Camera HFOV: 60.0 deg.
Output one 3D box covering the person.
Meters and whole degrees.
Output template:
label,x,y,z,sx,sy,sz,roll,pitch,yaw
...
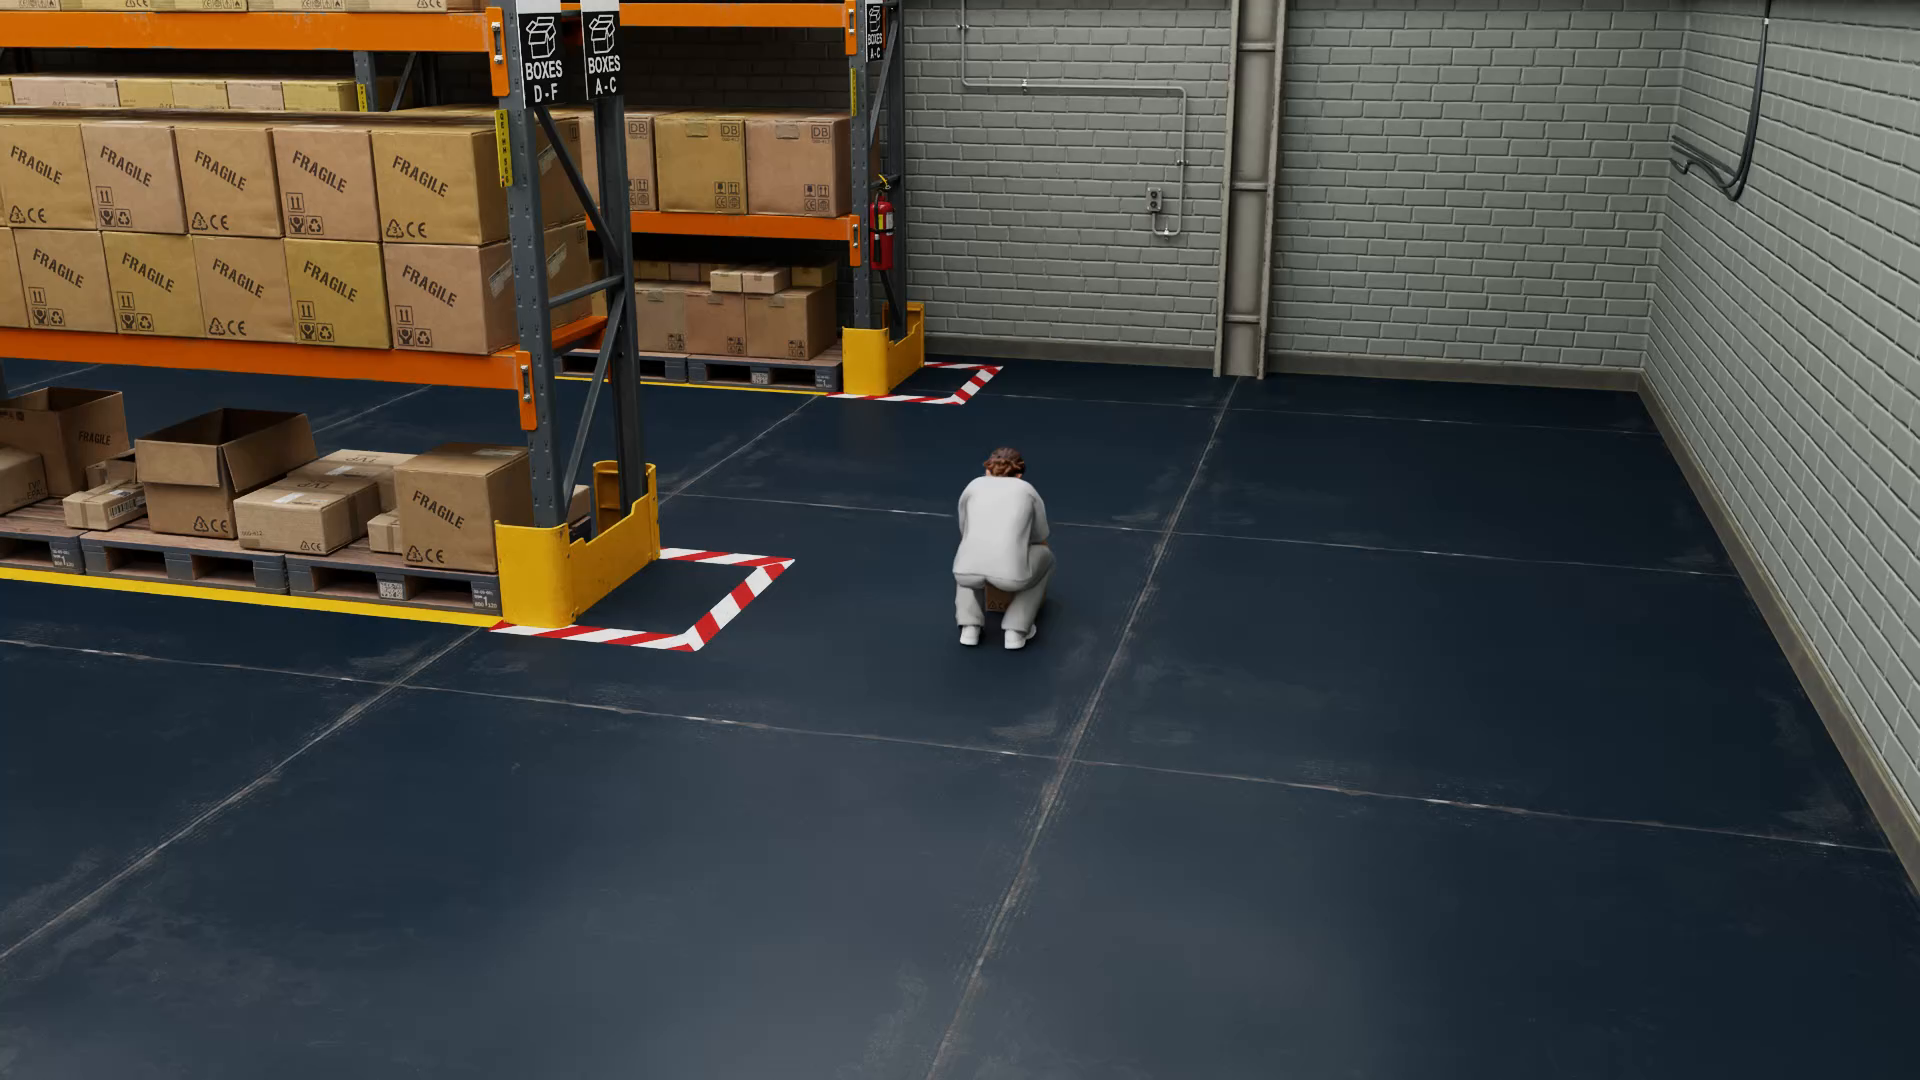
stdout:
label,x,y,z,sx,sy,sz,roll,pitch,yaw
person,0.195,0.041,7.832,0.477,0.802,0.801,5,19,14
